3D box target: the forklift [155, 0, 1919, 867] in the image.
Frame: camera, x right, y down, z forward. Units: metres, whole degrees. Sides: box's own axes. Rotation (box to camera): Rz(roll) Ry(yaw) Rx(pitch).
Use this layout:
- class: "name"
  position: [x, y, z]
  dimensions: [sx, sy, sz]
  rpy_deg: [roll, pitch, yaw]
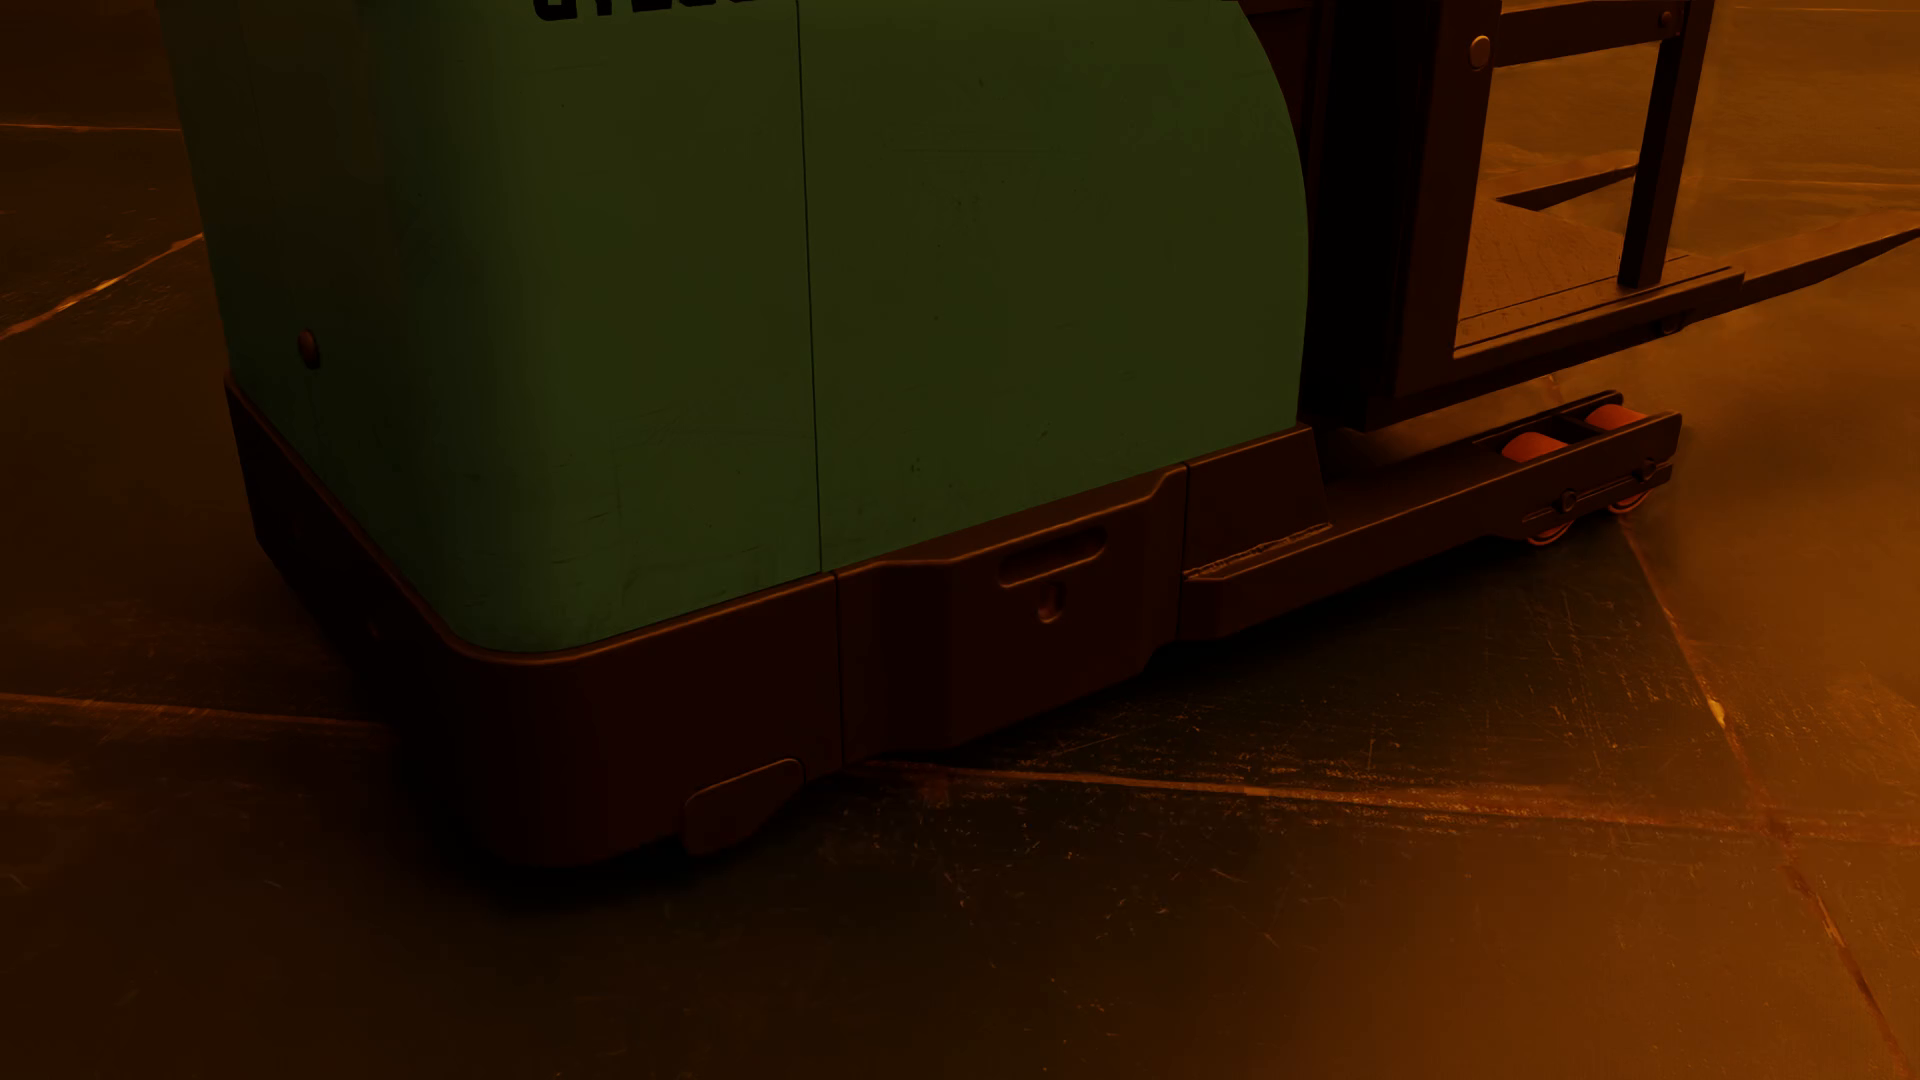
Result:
- class: "forklift"
  position: [0.498, -1.478, 2.179]
  dimensions: [3.031, 2.935, 1.130]
  rpy_deg: [-17, 31, -31]
